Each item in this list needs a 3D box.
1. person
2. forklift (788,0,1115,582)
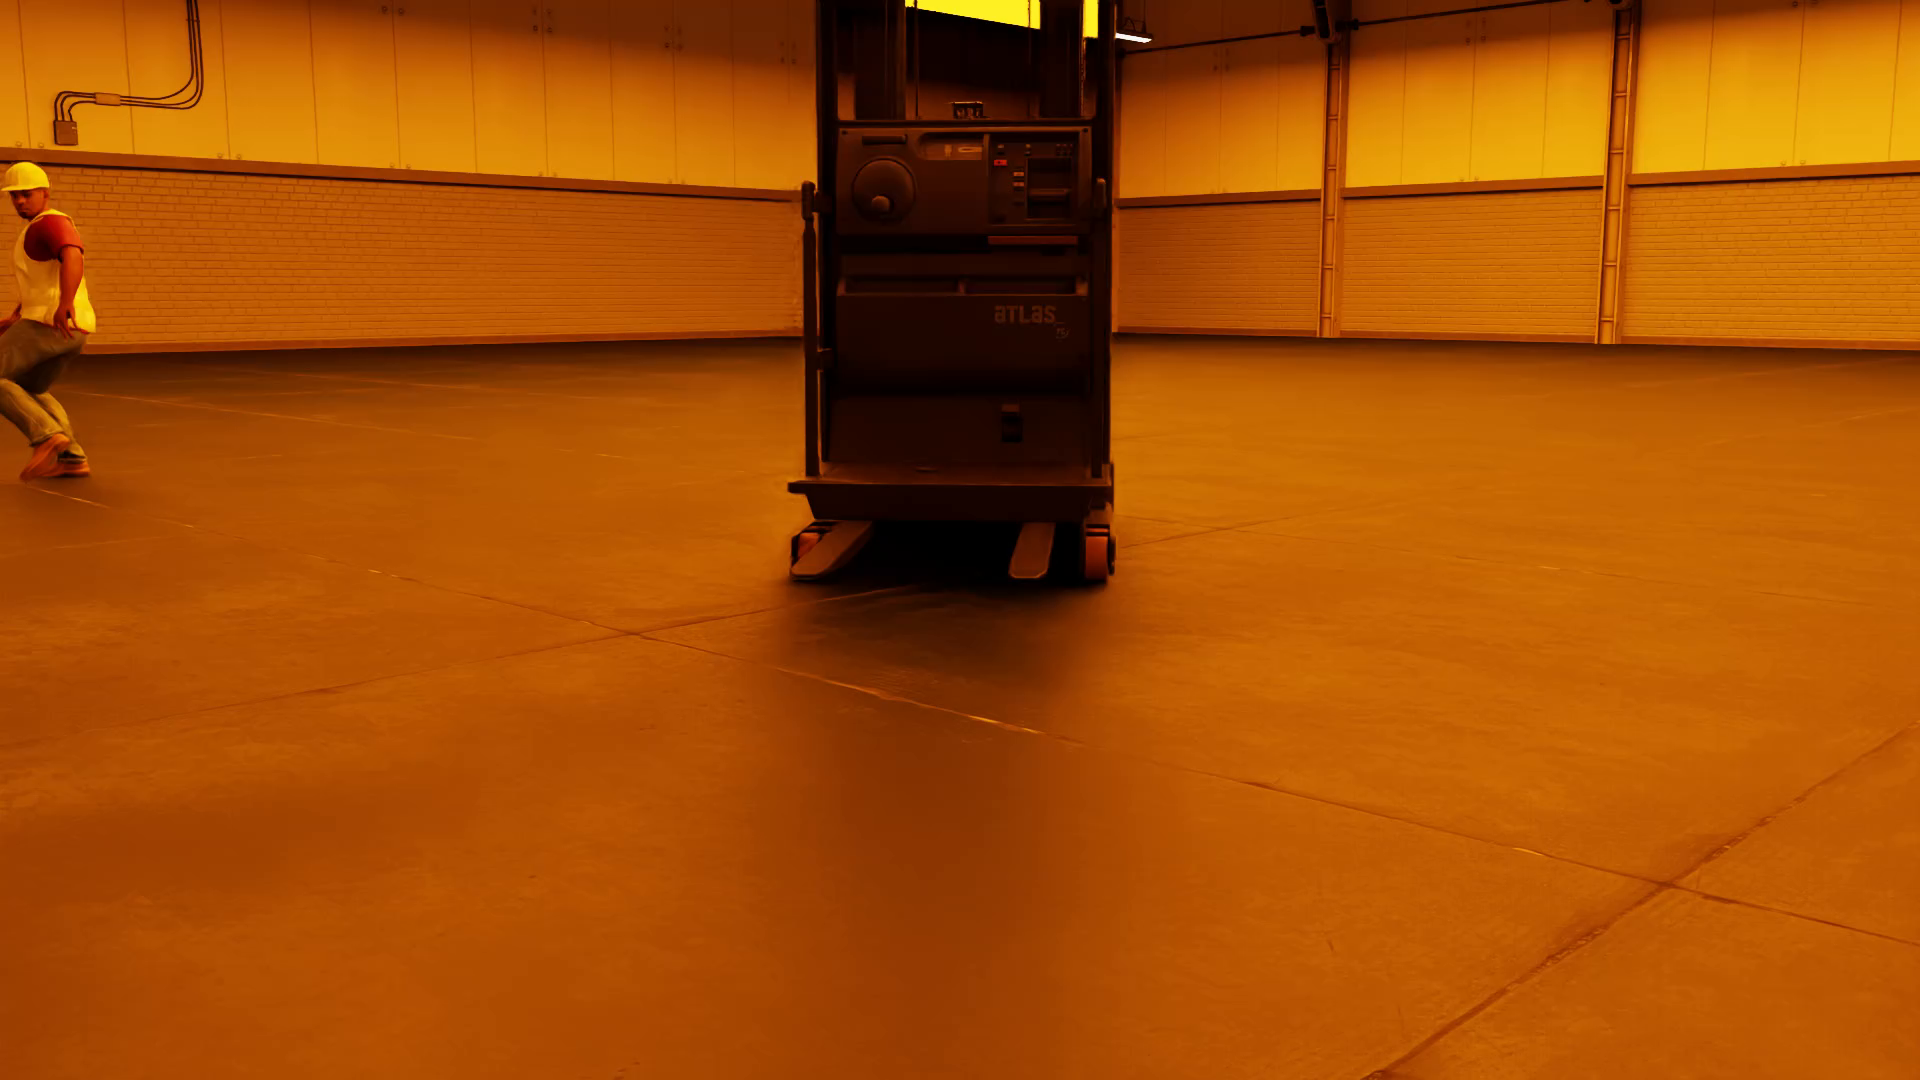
[{"bbox_3d":[-4.844,-1.141,8.743,0.638,1.662,0.848,-2,9,-11],"label":"person"},{"bbox_3d":[-0.002,-1.353,5.858,1.130,2.935,3.031,1,9,5],"label":"forklift"}]
